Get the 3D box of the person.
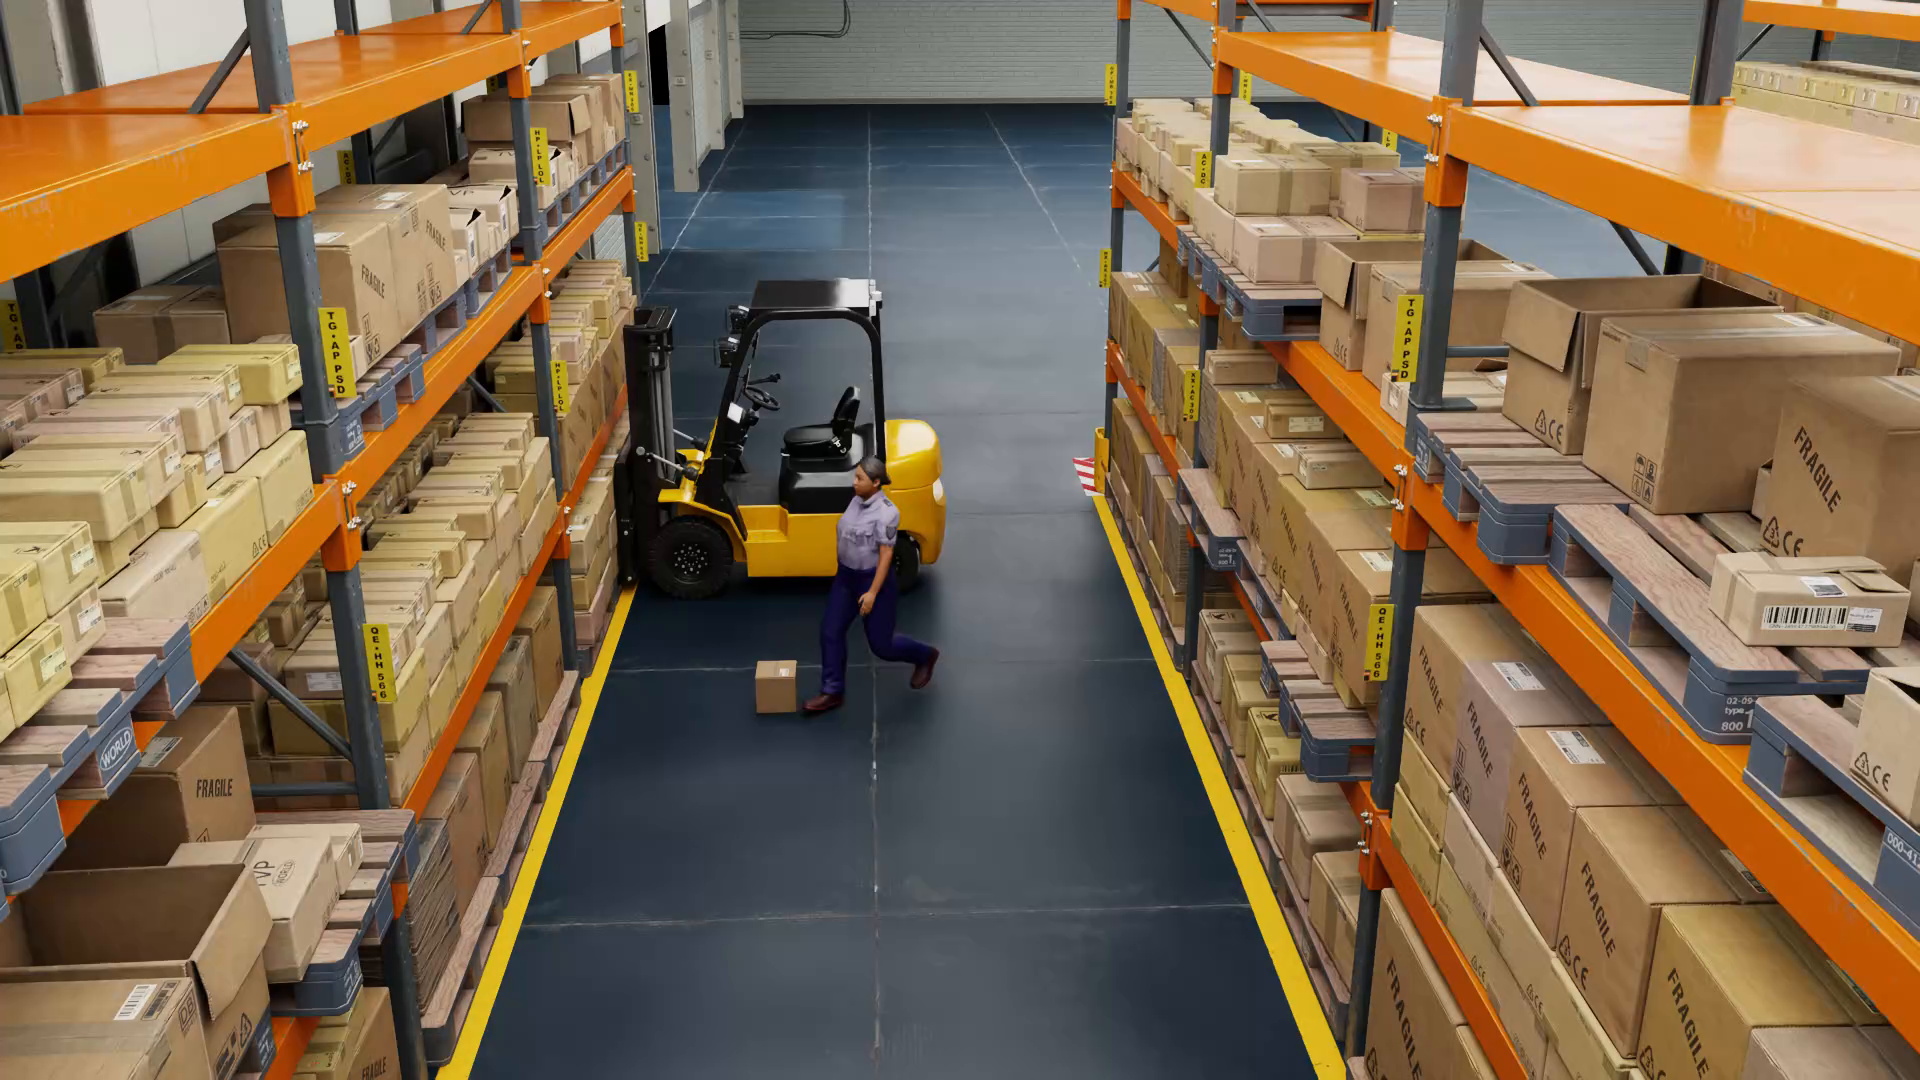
[{"bbox_3d":[-0.585,0.278,10.409,0.898,1.588,0.482,-17,26,-38],"label":"person"}]
